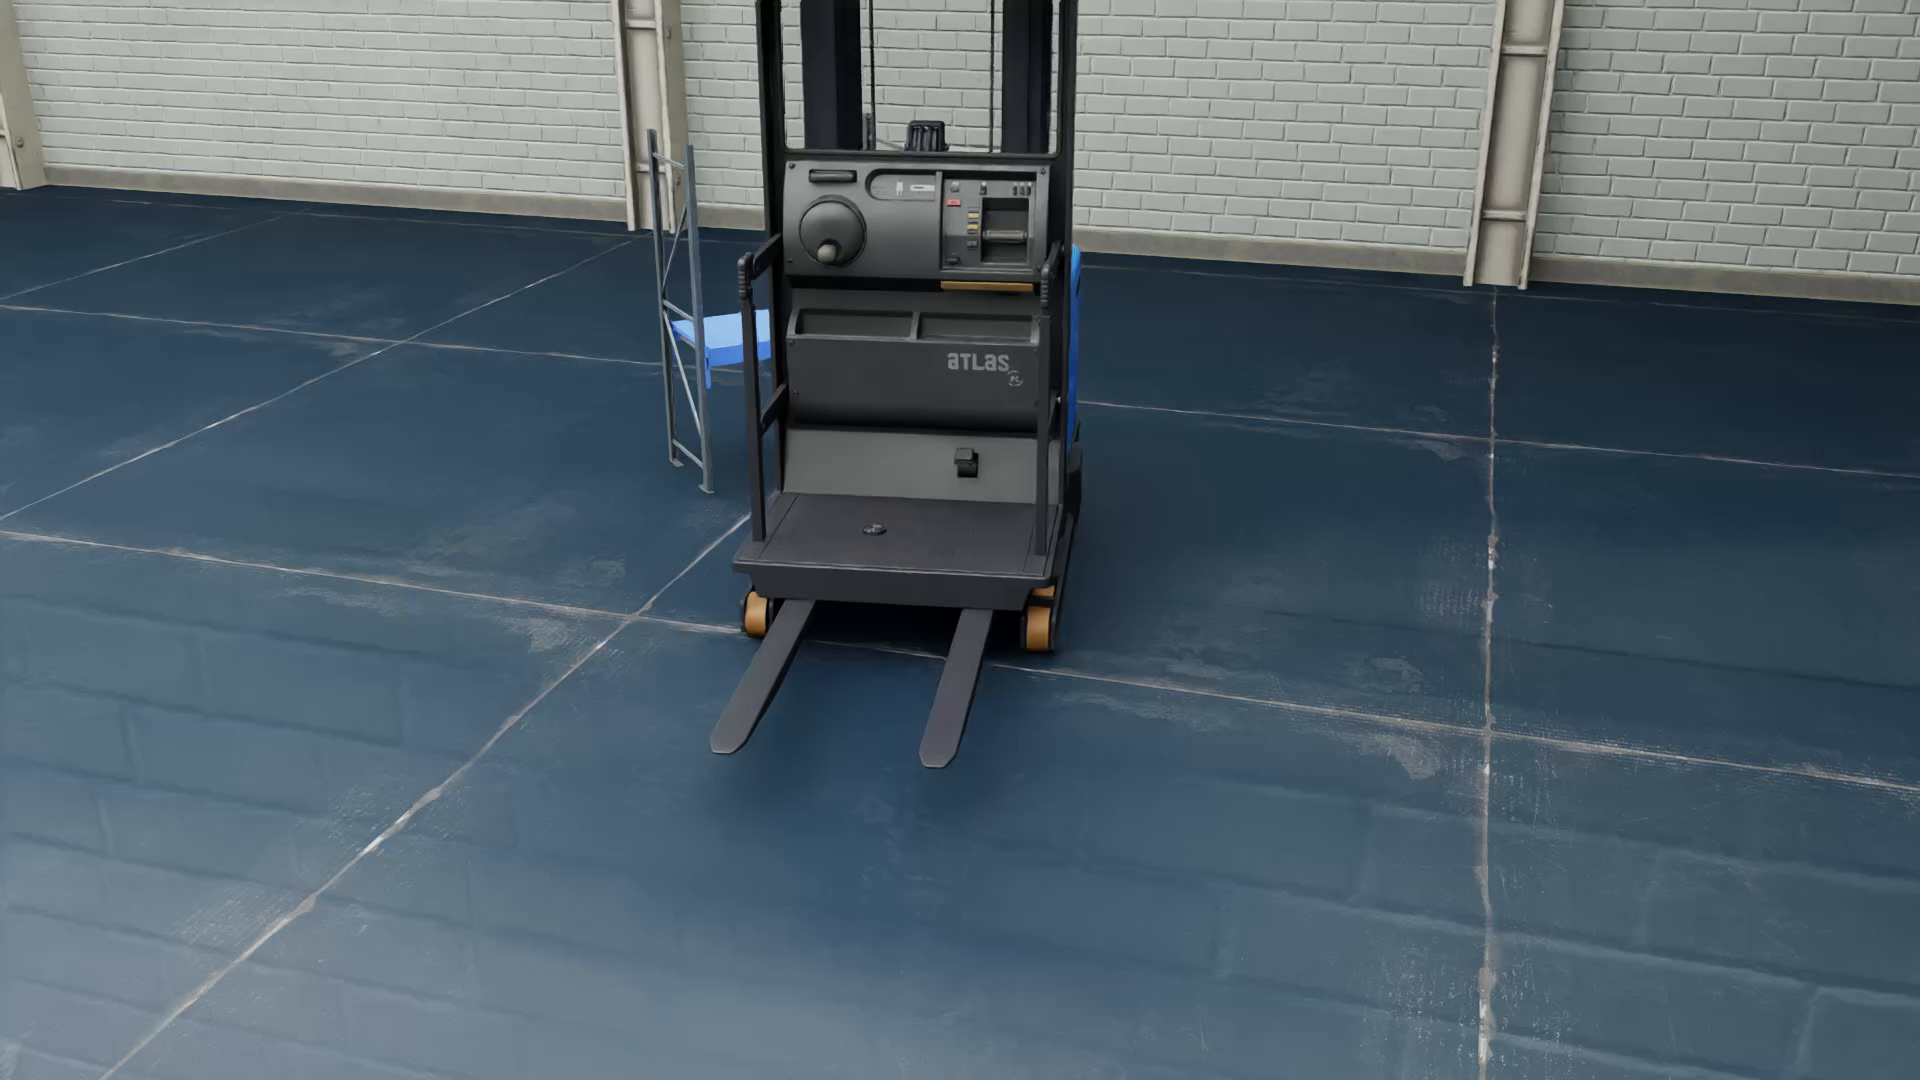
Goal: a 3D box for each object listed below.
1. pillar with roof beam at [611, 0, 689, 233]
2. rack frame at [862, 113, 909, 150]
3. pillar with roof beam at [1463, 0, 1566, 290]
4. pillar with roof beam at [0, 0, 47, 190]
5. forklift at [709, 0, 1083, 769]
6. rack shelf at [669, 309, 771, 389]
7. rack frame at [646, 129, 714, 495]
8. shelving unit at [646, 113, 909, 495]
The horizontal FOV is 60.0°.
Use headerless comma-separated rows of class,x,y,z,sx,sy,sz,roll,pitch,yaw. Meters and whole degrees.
pillar with roof beam,-3.487,-4.943,6.962,0.400,9.000,9.100,7,23,16
rack frame,-0.311,-1.161,7.625,0.032,1.500,0.500,-12,25,-26
pillar with roof beam,2.257,-4.285,5.359,0.400,9.000,9.100,7,23,16
pillar with roof beam,-9.231,-5.600,8.566,0.400,9.000,9.100,7,23,16
forklift,-0.180,-1.102,5.594,1.130,2.935,3.031,3,22,7
rack shelf,-0.759,-0.903,7.470,1.000,0.185,0.538,-12,25,-26
rack frame,-1.206,-0.978,7.178,0.032,1.500,0.500,-12,25,-26
shelving unit,-0.759,-1.070,7.402,1.048,1.500,0.538,-12,25,-26
